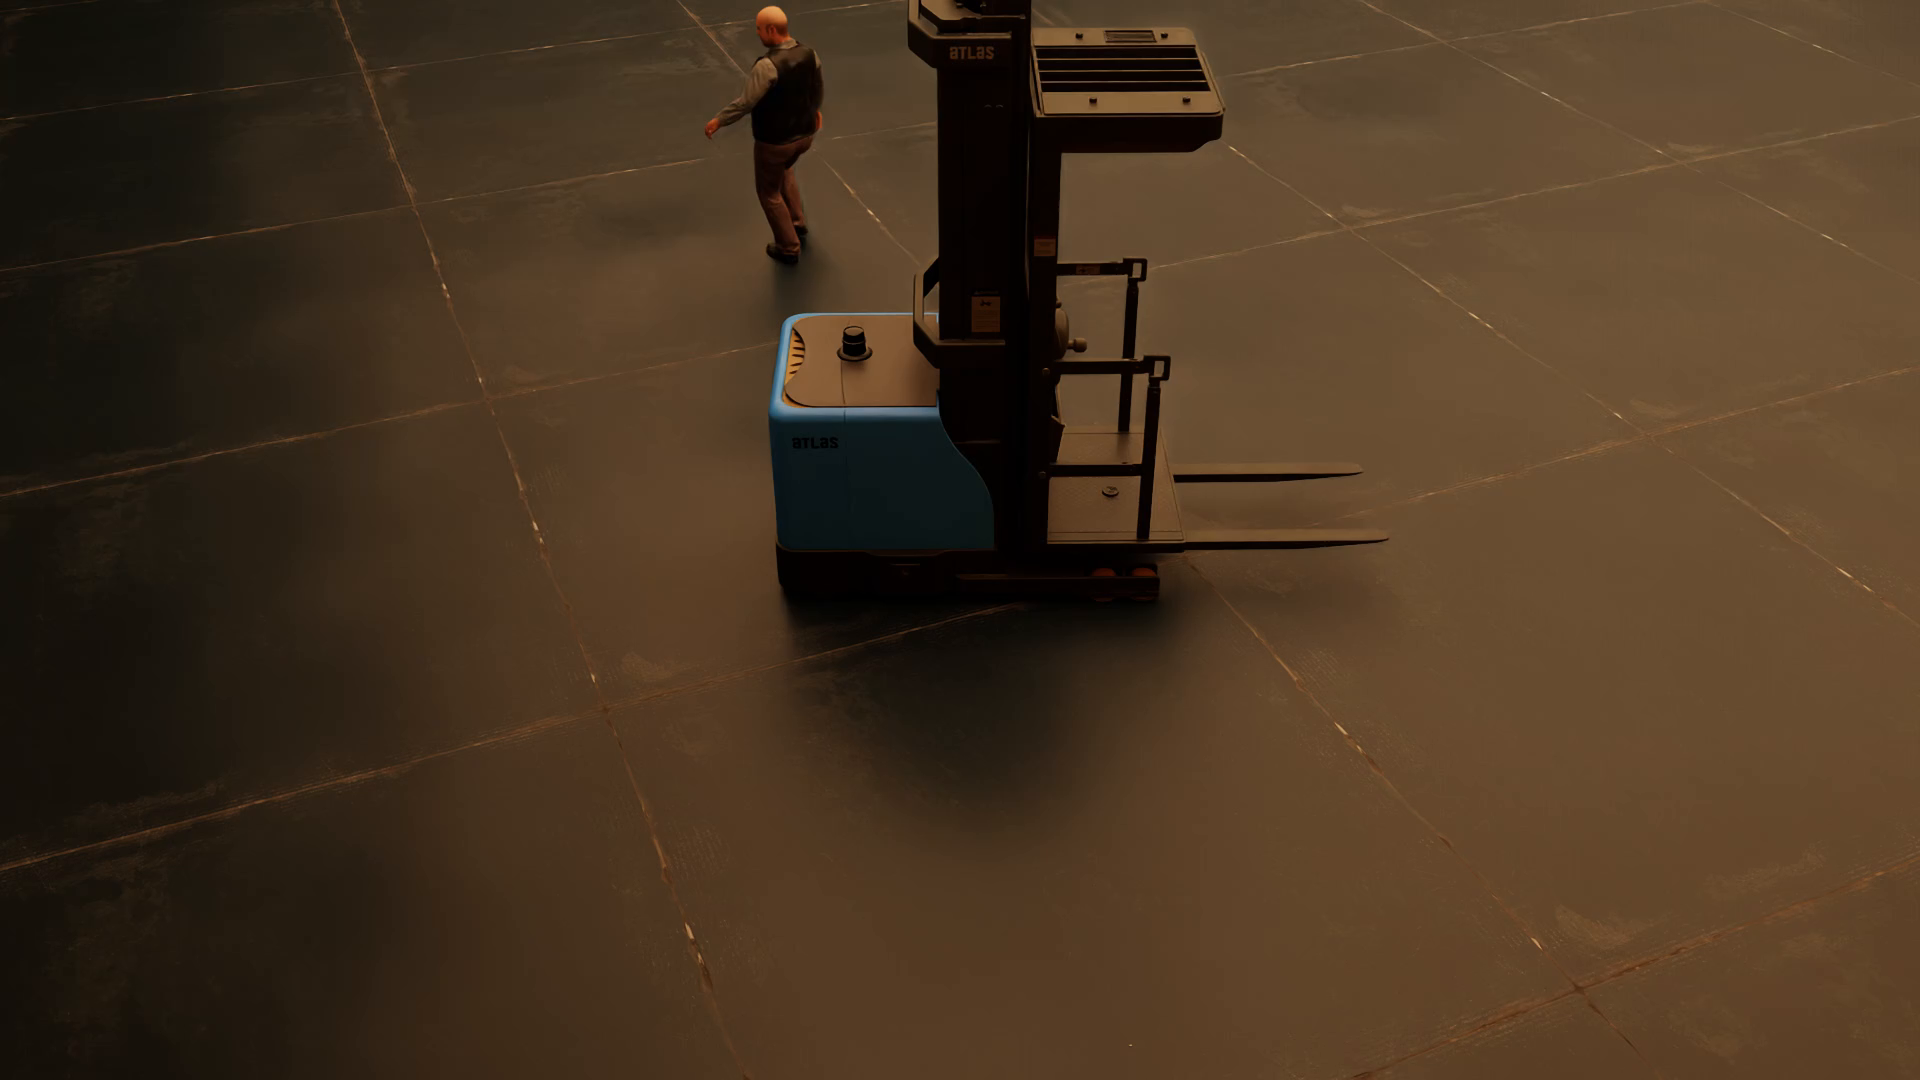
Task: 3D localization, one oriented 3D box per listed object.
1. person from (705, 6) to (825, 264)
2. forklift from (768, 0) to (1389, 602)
[{"bbox_3d":[-1.210,-2.642,10.917,0.493,1.739,0.889,28,44,33],"label":"person"},{"bbox_3d":[0.610,-1.199,7.785,3.031,2.935,1.130,0,35,-1],"label":"forklift"}]
